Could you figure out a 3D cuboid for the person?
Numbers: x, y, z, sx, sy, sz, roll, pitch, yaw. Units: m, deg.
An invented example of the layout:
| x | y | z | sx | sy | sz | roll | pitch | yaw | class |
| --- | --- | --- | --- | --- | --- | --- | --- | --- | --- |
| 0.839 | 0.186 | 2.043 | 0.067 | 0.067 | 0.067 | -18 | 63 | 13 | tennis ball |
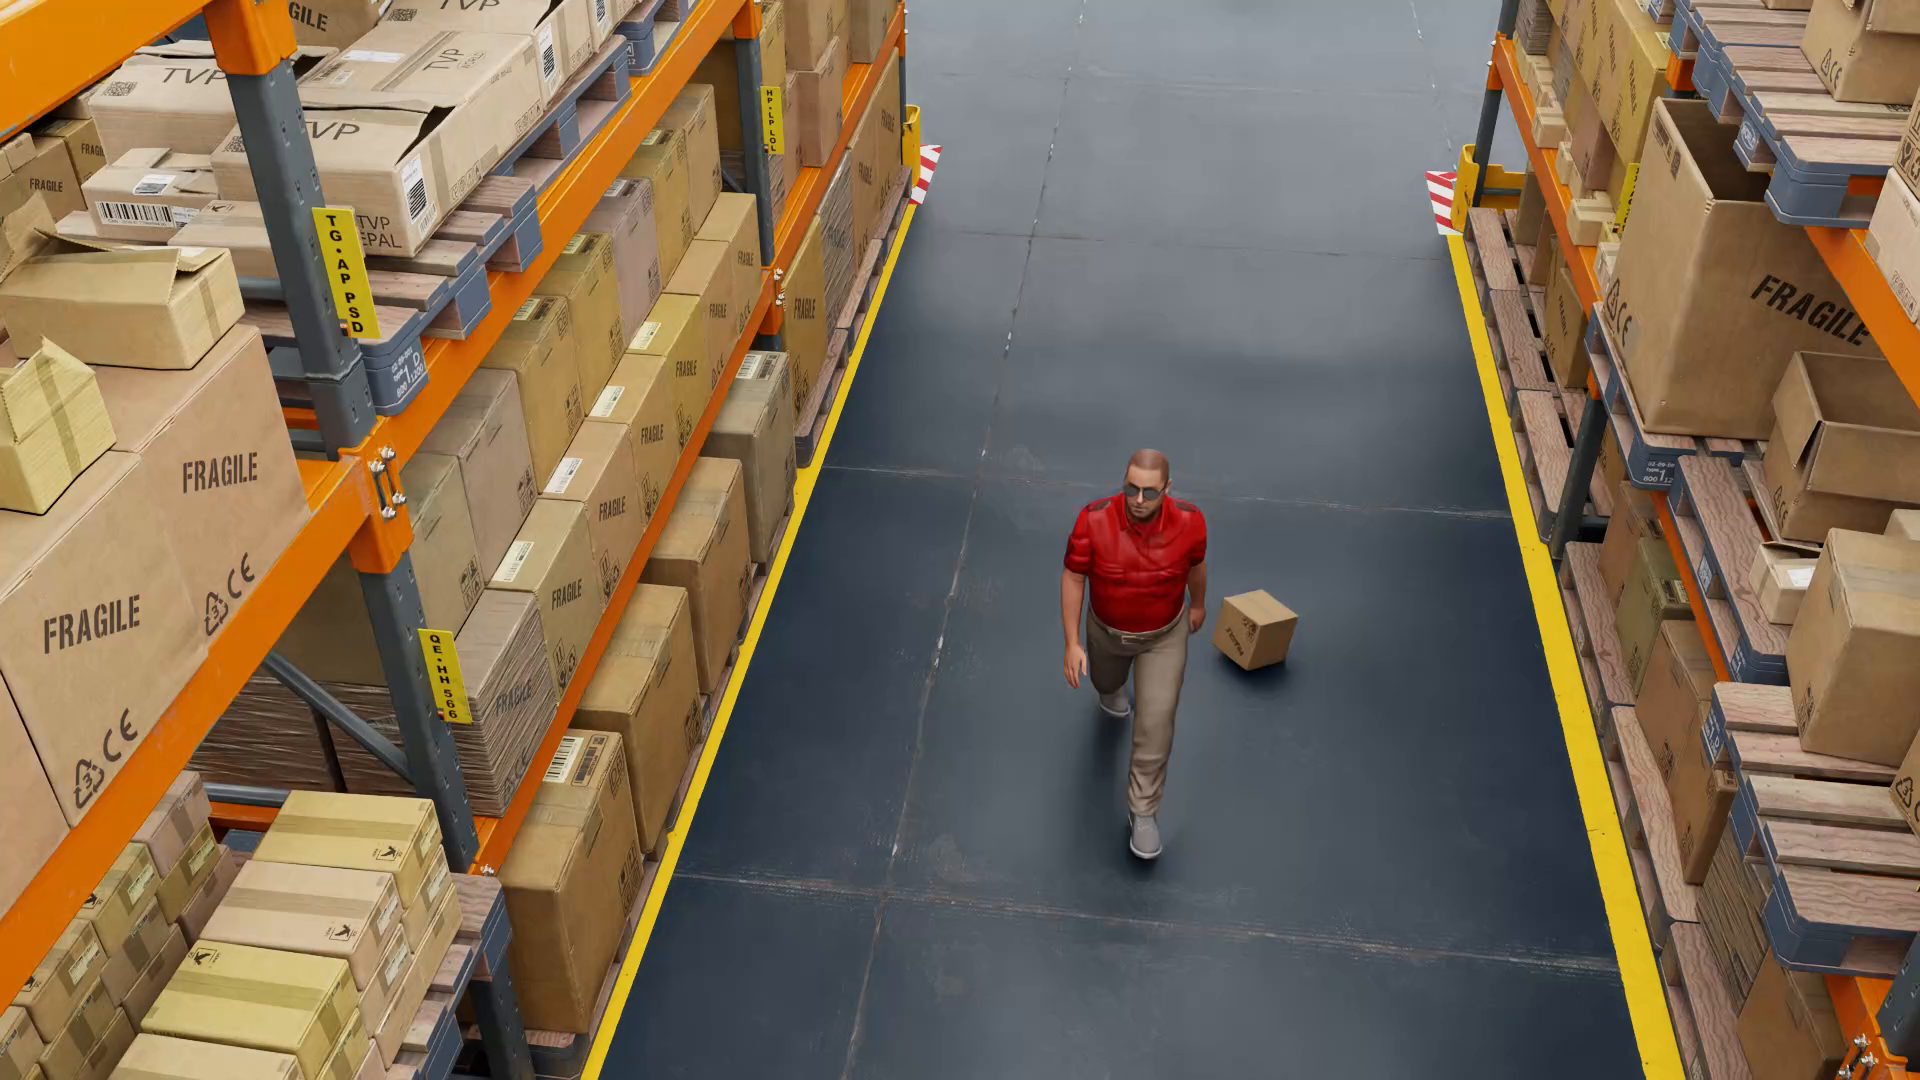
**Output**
| x | y | z | sx | sy | sz | roll | pitch | yaw | class |
| --- | --- | --- | --- | --- | --- | --- | --- | --- | --- |
| 0.692 | 0.322 | 6.636 | 0.578 | 1.662 | 1.115 | 5 | 36 | 7 | person |
